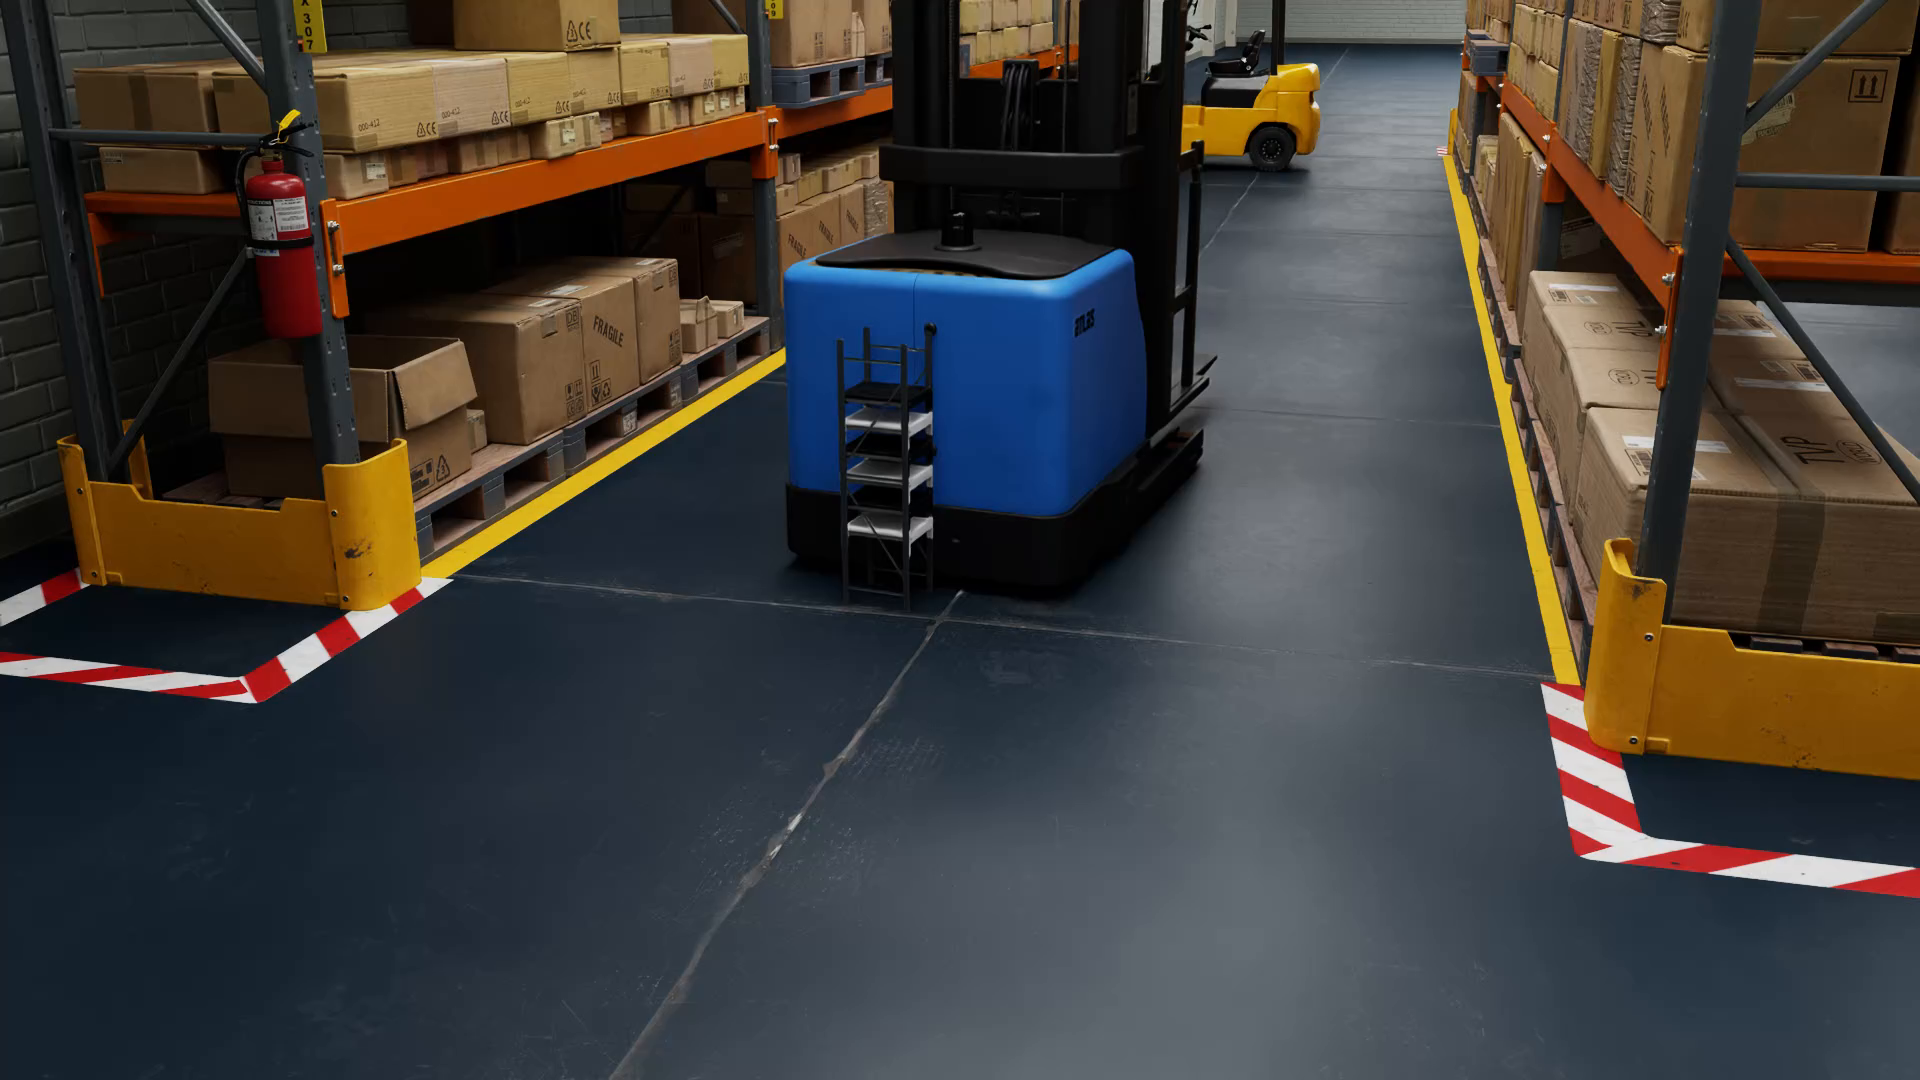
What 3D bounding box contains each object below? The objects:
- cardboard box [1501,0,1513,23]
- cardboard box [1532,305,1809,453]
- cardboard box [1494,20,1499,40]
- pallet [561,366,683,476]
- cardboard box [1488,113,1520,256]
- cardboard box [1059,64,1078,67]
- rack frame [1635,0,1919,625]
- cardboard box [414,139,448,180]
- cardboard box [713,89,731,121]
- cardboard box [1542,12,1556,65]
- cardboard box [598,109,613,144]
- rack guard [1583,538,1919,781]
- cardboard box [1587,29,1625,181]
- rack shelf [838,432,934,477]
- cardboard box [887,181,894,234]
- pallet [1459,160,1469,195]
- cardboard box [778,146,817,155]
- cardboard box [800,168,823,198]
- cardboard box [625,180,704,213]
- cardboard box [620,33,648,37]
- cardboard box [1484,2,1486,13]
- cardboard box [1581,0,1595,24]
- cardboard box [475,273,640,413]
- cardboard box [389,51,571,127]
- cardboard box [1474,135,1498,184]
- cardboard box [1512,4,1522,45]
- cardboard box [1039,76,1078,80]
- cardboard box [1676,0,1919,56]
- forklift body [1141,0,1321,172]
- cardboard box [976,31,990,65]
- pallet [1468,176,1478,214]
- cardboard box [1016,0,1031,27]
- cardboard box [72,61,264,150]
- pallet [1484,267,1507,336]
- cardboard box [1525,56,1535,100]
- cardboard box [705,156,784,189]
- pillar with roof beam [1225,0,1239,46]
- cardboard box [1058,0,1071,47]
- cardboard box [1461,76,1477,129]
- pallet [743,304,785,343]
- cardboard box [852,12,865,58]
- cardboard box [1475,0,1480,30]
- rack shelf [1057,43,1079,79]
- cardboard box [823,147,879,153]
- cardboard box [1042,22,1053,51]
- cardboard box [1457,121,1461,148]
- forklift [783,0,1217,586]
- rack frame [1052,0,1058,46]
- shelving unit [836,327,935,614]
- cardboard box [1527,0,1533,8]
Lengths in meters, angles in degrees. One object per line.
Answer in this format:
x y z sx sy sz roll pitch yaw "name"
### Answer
4.132 -3.923 11.768 0.500 0.500 0.500 4 19 12 "cardboard box"
2.838 -0.635 6.721 0.875 0.438 0.875 4 19 12 "cardboard box"
4.225 -3.824 12.480 0.380 0.149 0.250 4 19 11 "cardboard box"
-1.965 -0.590 7.590 1.003 0.211 1.213 5 19 13 "pallet"
4.042 -2.355 11.080 0.875 0.875 0.875 4 19 13 "cardboard box"
1.130 -5.505 19.722 0.500 0.250 0.500 4 19 13 "cardboard box"
2.336 -0.864 4.078 1.000 3.000 0.127 5 19 13 "rack frame"
-2.084 -1.386 5.994 0.380 0.149 0.250 4 19 13 "cardboard box"
-1.376 -2.187 8.338 0.380 0.149 0.250 5 20 15 "cardboard box"
3.300 -2.598 8.613 0.500 0.250 0.500 5 20 15 "cardboard box"
-1.728 -1.788 7.170 0.380 0.149 0.250 5 19 13 "cardboard box"
2.330 0.326 4.460 1.175 0.500 0.348 5 19 13 "rack guard"
2.564 -1.565 5.973 0.500 0.500 0.500 5 20 15 "cardboard box"
-0.241 -0.282 5.446 0.258 0.077 0.200 7 20 20 "rack shelf"
-0.676 -2.309 11.524 0.500 0.500 0.500 6 20 16 "cardboard box"
5.398 -3.519 16.164 1.003 0.211 1.213 5 19 13 "pallet"
-1.200 -2.618 11.425 0.380 0.149 0.250 4 19 12 "cardboard box"
-1.057 -2.184 10.156 0.380 0.149 0.250 4 19 12 "cardboard box"
-1.690 -1.970 9.528 0.380 0.149 0.250 4 19 11 "cardboard box"
-1.883 -2.445 8.476 0.500 0.250 0.500 4 19 13 "cardboard box"
4.754 -4.731 14.133 0.500 0.500 0.500 5 19 14 "cardboard box"
2.833 -2.351 6.727 0.500 0.500 0.500 4 19 13 "cardboard box"
-1.764 -0.878 7.335 0.500 0.500 0.500 5 19 14 "cardboard box"
-1.862 -1.763 6.481 0.500 0.250 0.500 4 19 12 "cardboard box"
5.142 -3.416 14.964 0.950 0.372 0.625 5 19 14 "cardboard box"
3.928 -3.398 10.954 0.500 0.250 0.500 5 19 13 "cardboard box"
1.011 -4.673 17.287 0.500 0.250 0.500 5 19 13 "cardboard box"
2.223 -1.555 4.397 0.500 0.500 0.500 5 20 15 "cardboard box"
2.737 -5.130 17.879 2.313 2.155 1.214 5 19 13 "forklift body"
-0.050 -3.969 13.398 0.500 0.250 0.500 4 19 12 "cardboard box"
5.079 -3.062 14.825 1.003 0.211 1.213 5 19 13 "pallet"
0.333 -4.686 14.726 0.500 0.250 0.500 5 19 14 "cardboard box"
-2.623 -1.490 5.681 0.500 0.250 0.500 5 20 15 "cardboard box"
3.725 -1.430 10.047 1.003 0.211 1.213 5 19 13 "pallet"
3.568 -2.686 9.643 0.500 0.250 0.500 5 19 13 "cardboard box"
-1.214 -2.069 9.357 0.380 0.149 0.250 4 19 12 "cardboard box"
11.892 -18.025 45.038 9.100 9.000 0.400 5 19 13 "pillar with roof beam"
0.816 -5.182 16.564 0.500 0.500 0.500 4 19 12 "cardboard box"
5.521 -4.572 17.378 0.500 0.500 0.500 5 19 14 "cardboard box"
-1.339 -1.447 10.098 1.003 0.211 1.213 5 19 13 "pallet"
-0.789 -3.049 10.032 0.396 0.266 0.258 6 20 16 "cardboard box"
5.377 -5.297 16.441 0.500 0.500 0.500 5 20 15 "cardboard box"
0.943 -5.303 18.185 1.077 0.370 4.000 5 19 13 "rack shelf"
-0.711 -2.586 11.333 0.380 0.149 0.250 4 19 13 "cardboard box"
0.585 -4.767 15.735 0.500 0.250 0.500 5 20 15 "cardboard box"
5.648 -4.386 17.993 0.500 0.250 0.500 5 20 15 "cardboard box"
0.395 -1.673 6.550 1.130 2.935 3.031 7 20 20 "forklift"
0.454 -5.016 16.234 1.000 3.000 0.127 5 19 13 "rack frame"
-0.241 -0.228 5.464 0.258 0.900 0.210 7 20 20 "shelving unit"
3.680 -3.440 9.916 0.500 0.500 0.500 5 20 15 "cardboard box"
